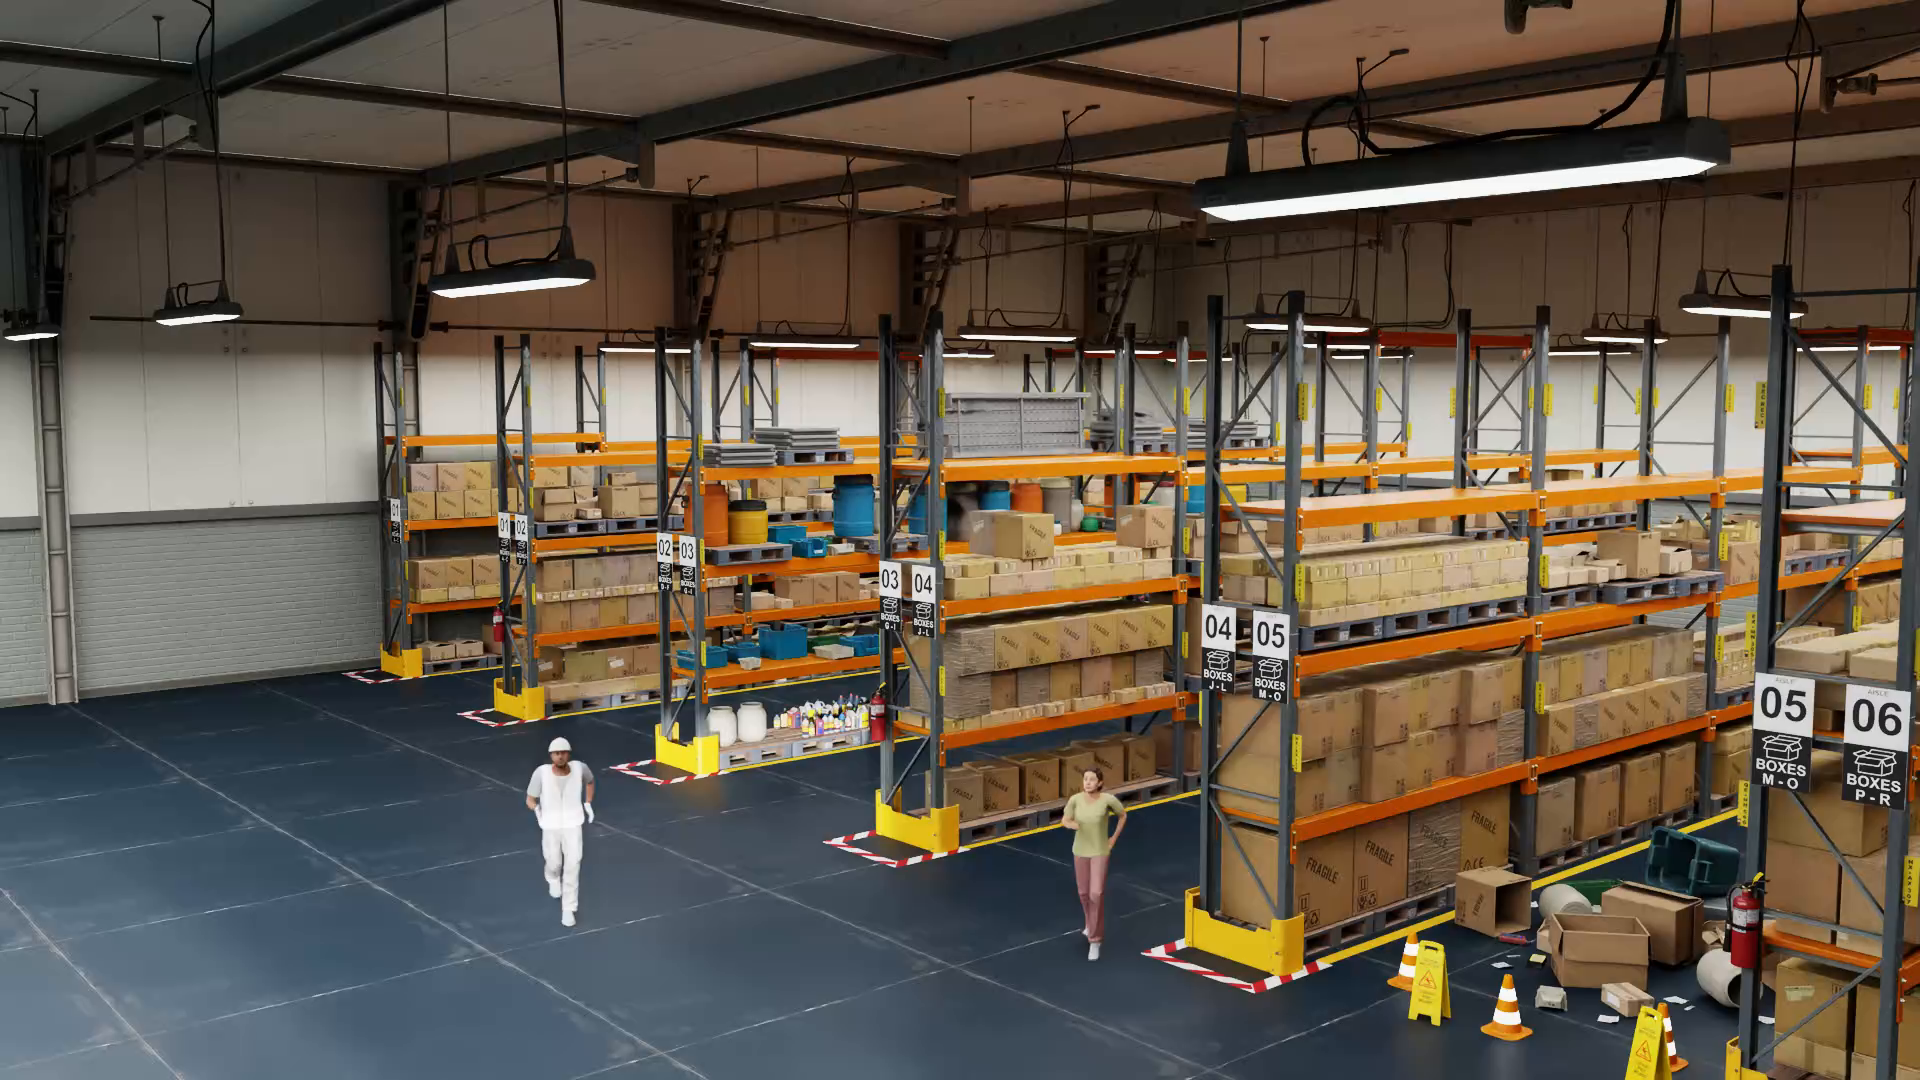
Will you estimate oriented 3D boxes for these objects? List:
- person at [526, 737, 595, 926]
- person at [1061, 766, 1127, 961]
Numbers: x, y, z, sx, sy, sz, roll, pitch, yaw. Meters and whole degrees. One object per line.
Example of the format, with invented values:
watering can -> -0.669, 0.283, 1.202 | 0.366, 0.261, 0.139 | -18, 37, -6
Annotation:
person -> -3.906, 2.790, 16.305 | 0.663, 1.773, 0.957 | -1, 5, -15
person -> 1.208, 2.937, 15.344 | 0.576, 1.737, 0.725 | 2, 6, 23
